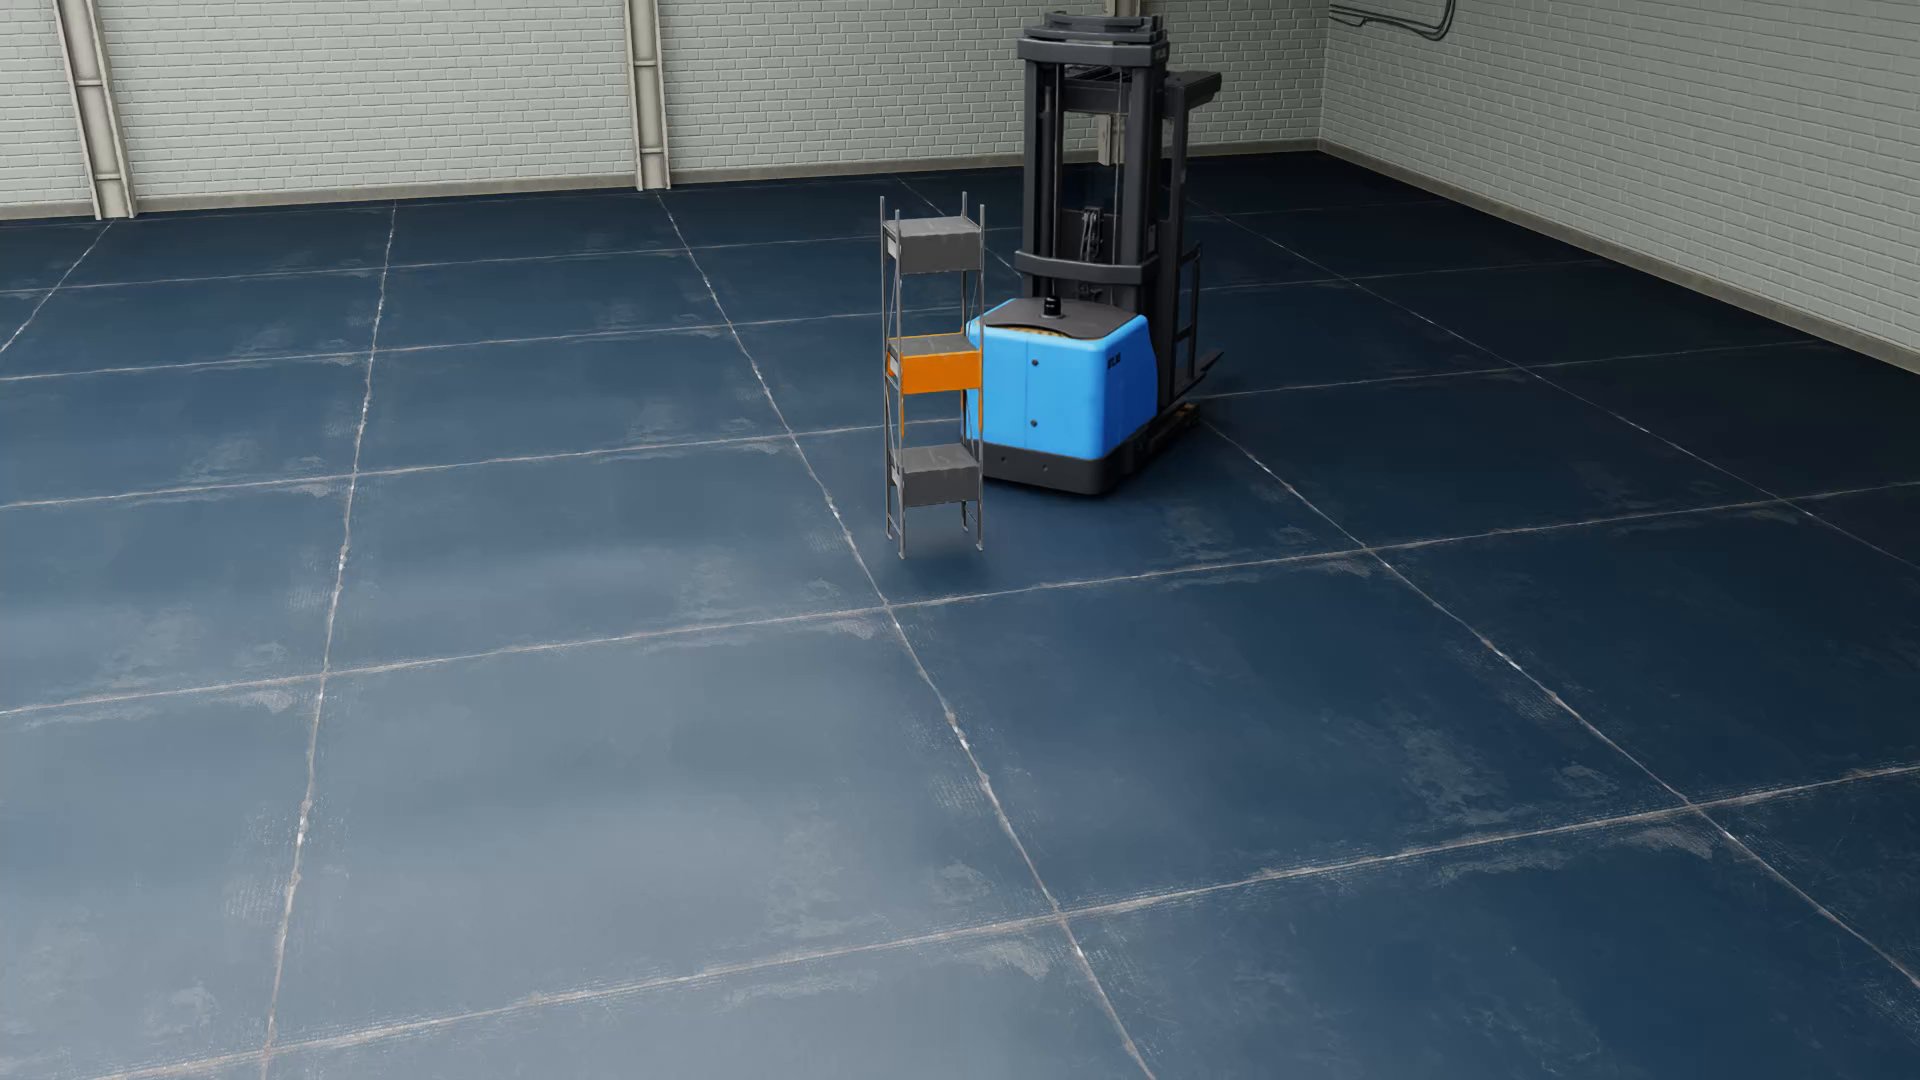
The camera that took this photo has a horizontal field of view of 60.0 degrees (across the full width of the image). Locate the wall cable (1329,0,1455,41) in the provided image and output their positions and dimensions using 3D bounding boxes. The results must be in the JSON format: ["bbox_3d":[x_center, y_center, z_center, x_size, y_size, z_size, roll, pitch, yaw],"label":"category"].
[{"bbox_3d":[5.232,-7.460,20.161,0.112,2.526,3.097,-6,24,-14],"label":"wall cable"}]

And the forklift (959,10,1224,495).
[{"bbox_3d":[1.111,-2.184,11.624,1.130,2.935,3.031,11,26,25],"label":"forklift"}]

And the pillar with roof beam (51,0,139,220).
[{"bbox_3d":[-8.352,-6.162,13.200,0.400,9.000,9.100,-6,24,-14],"label":"pillar with roof beam"}]

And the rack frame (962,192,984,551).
[{"bbox_3d":[0.076,-0.973,9.855,0.015,2.100,0.400,-6,24,-14],"label":"rack frame"}]

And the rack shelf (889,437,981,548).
[{"bbox_3d":[-0.159,-0.291,10.076,0.480,0.518,0.431,-6,24,-14],"label":"rack shelf"}]

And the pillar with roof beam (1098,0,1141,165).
[{"bbox_3d":[3.202,-7.441,16.179,0.400,9.000,9.100,-6,24,-14],"label":"pillar with roof beam"}]

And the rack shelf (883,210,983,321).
[{"bbox_3d":[-0.159,-1.578,9.524,0.480,0.518,0.431,-6,24,-14],"label":"rack shelf"}]

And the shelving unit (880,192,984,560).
[{"bbox_3d":[-0.159,-0.947,9.795,0.503,2.100,0.431,-6,24,-14],"label":"shelving unit"}]

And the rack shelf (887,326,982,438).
[{"bbox_3d":[-0.159,-0.935,9.800,0.480,0.518,0.431,-6,24,-14],"label":"rack shelf"}]

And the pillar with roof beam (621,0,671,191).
[{"bbox_3d":[-2.575,-6.802,14.689,0.400,9.000,9.100,-6,24,-14],"label":"pillar with roof beam"}]

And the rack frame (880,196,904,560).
[{"bbox_3d":[-0.394,-0.921,9.734,0.015,2.100,0.400,-6,24,-14],"label":"rack frame"}]
